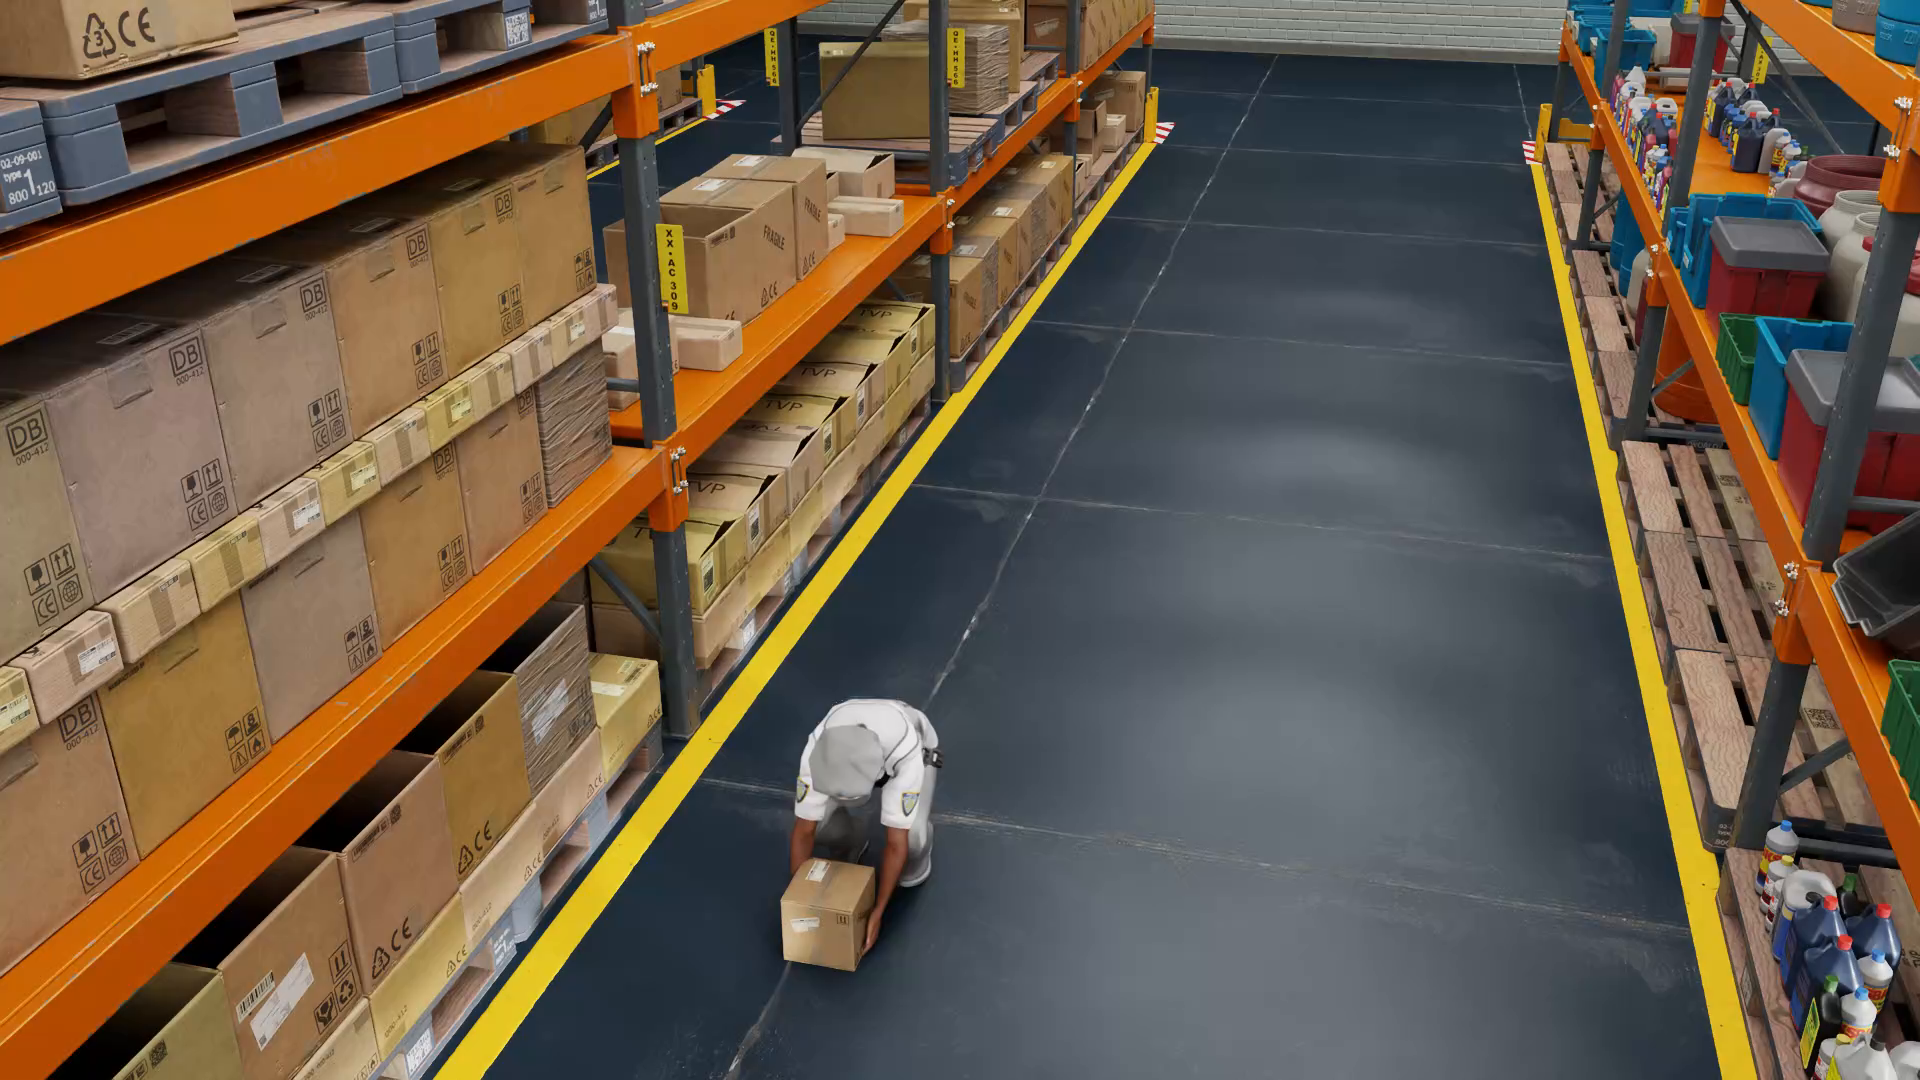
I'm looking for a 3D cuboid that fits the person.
[{"bbox_3d":[-0.319,0.868,5.773,0.473,0.843,0.871,6,26,13],"label":"person"}]
